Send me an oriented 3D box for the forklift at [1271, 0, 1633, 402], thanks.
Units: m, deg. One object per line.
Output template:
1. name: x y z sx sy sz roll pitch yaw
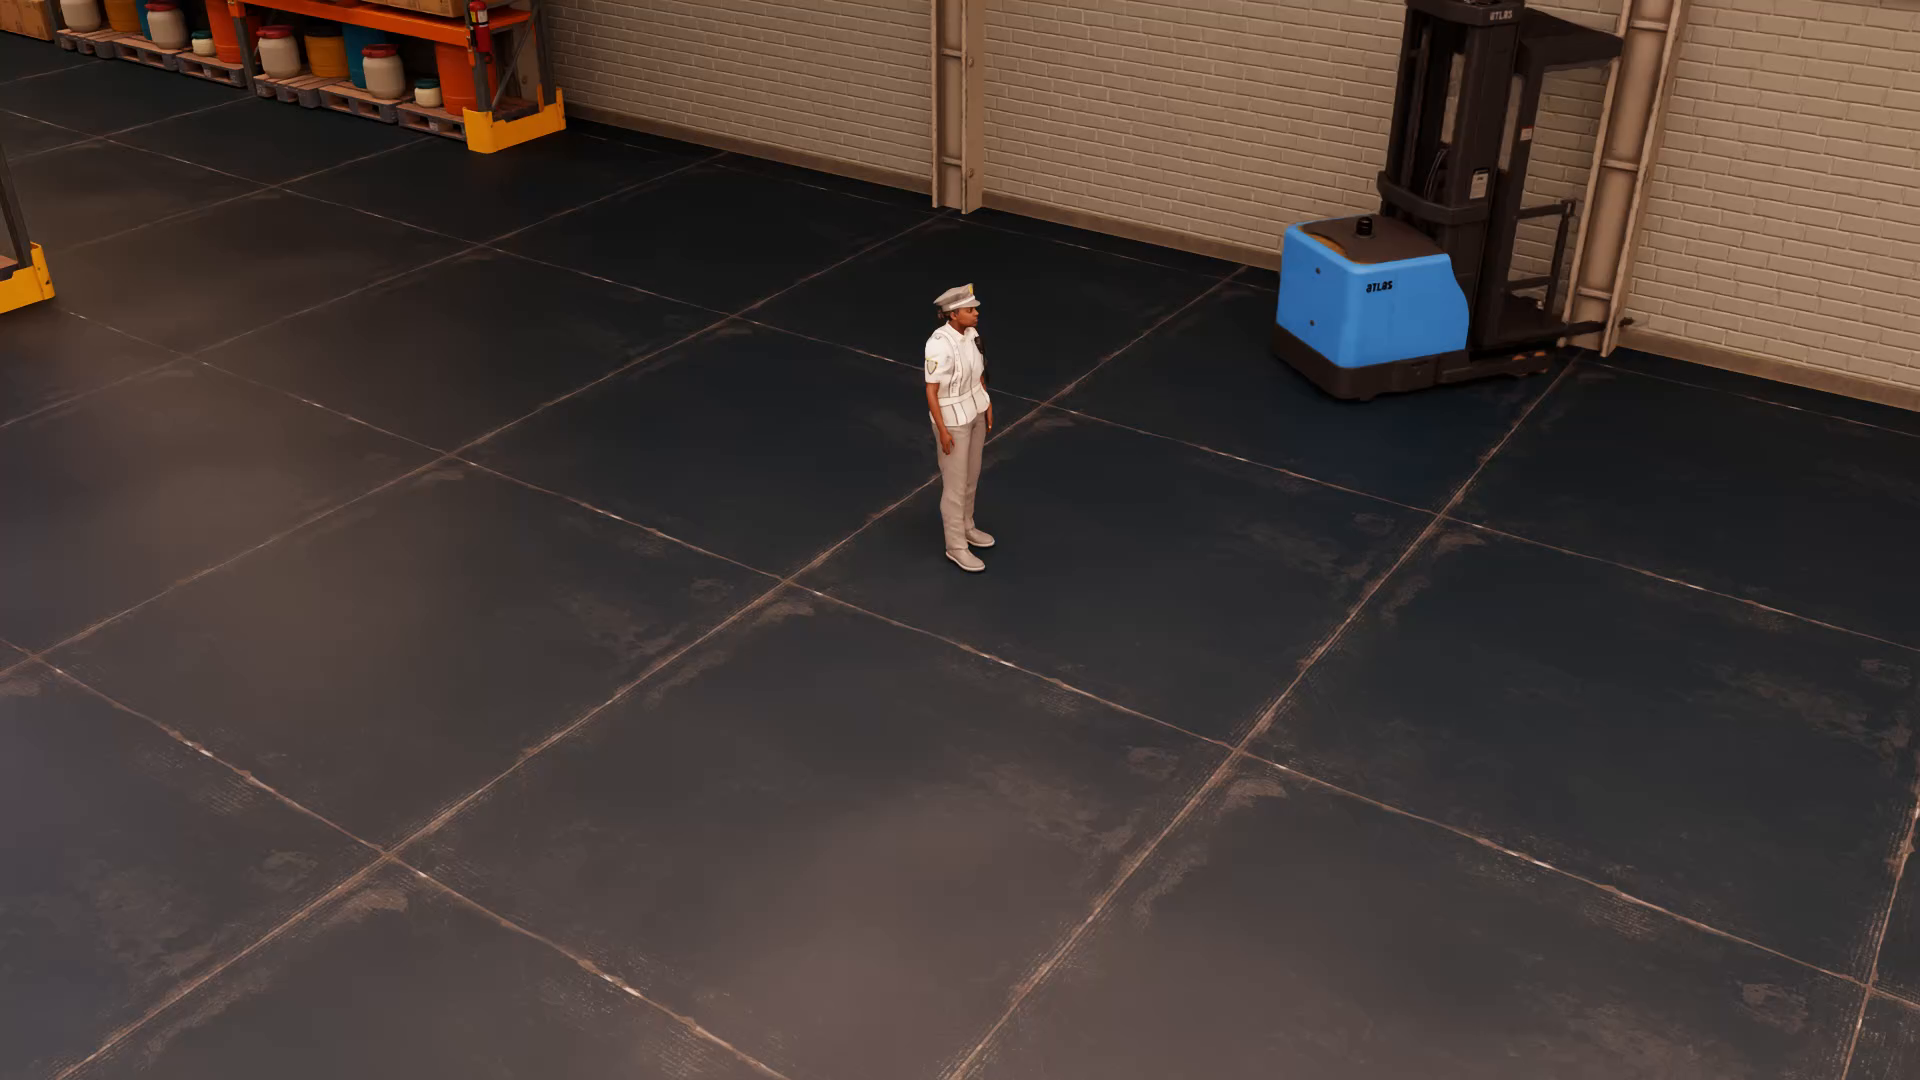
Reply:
1. forklift: 3.981 -2.736 12.292 3.031 2.935 1.130 -11 32 -18

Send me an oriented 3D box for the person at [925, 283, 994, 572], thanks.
1. person: 0.051 -0.710 10.021 0.530 1.694 0.569 19 35 29
